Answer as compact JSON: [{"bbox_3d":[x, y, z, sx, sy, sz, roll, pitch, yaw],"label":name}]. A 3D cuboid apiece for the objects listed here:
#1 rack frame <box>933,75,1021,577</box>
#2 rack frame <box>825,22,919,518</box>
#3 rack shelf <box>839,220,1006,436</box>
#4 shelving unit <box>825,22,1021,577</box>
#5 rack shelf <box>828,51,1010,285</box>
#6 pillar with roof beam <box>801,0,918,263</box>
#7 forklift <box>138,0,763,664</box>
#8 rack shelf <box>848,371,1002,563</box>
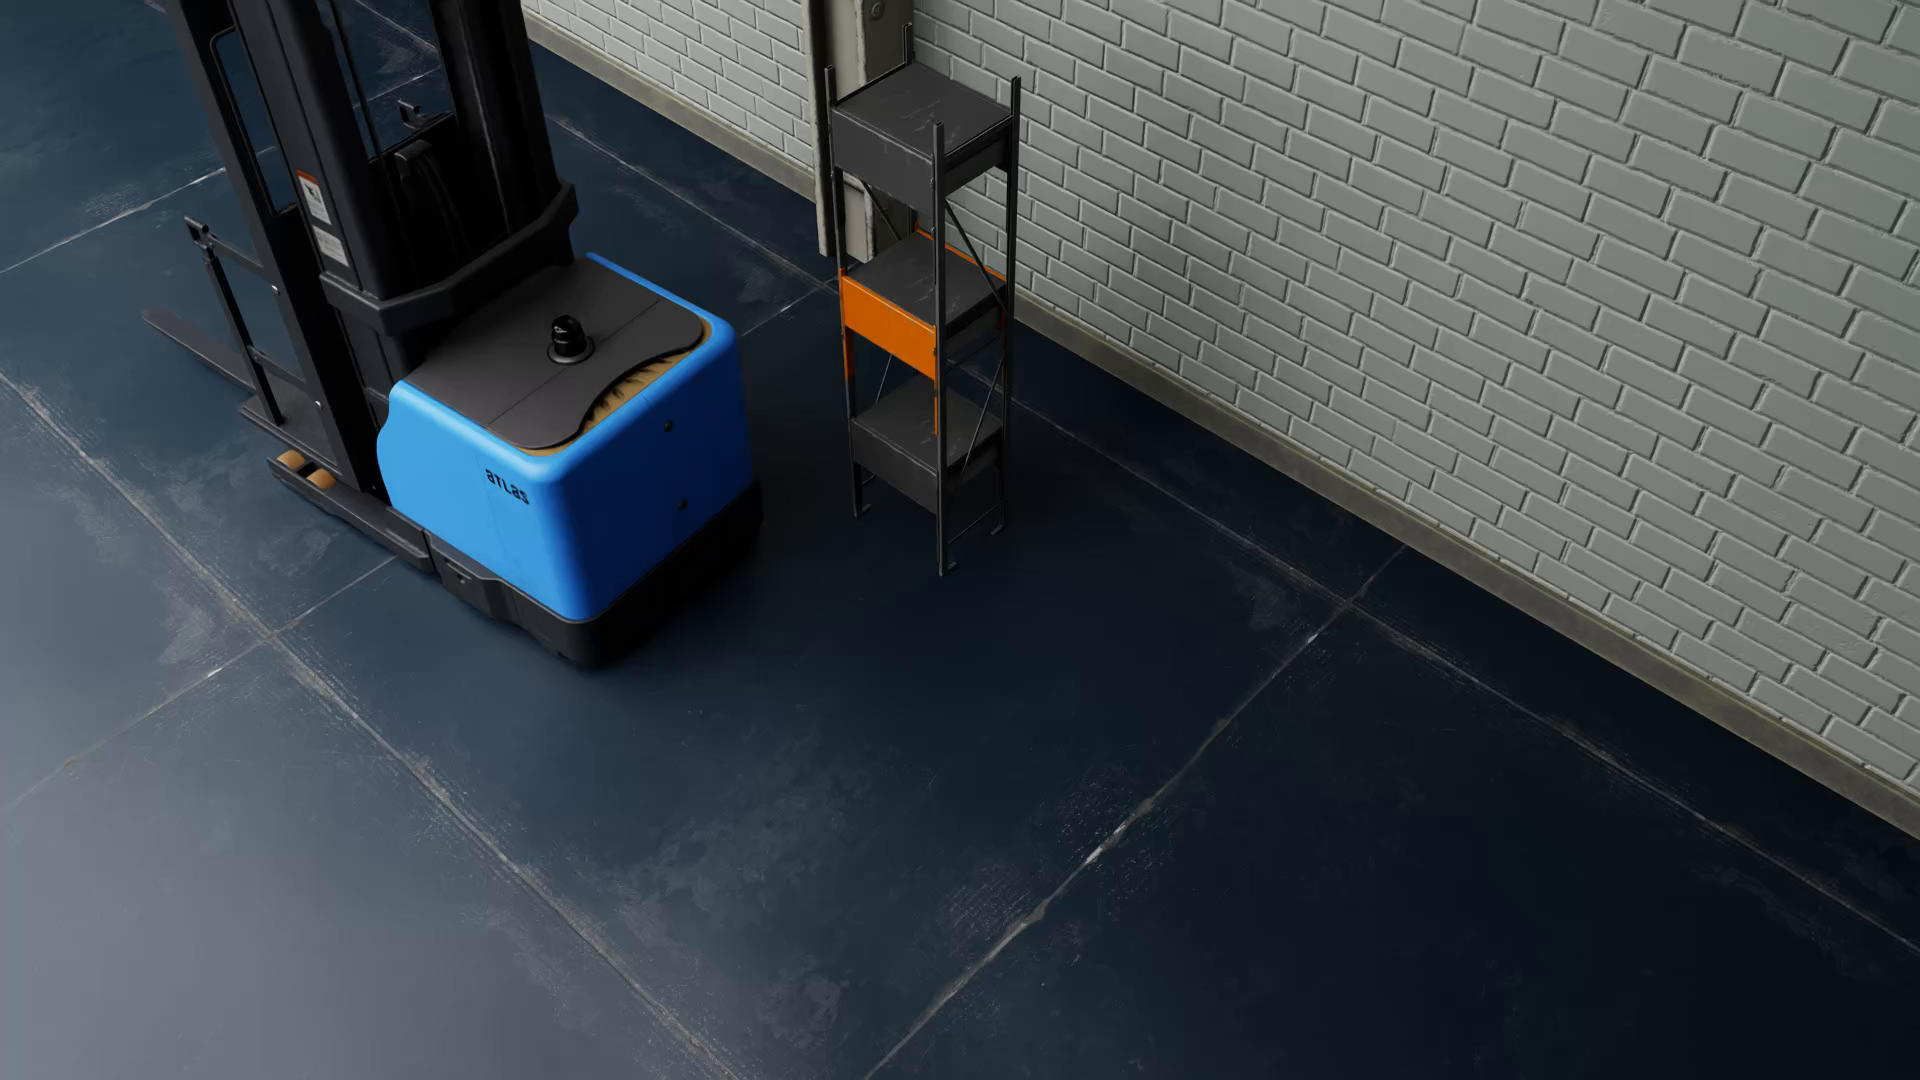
[{"bbox_3d":[0.058,-0.680,6.057,0.015,2.100,0.400,34,55,28],"label":"rack frame"},{"bbox_3d":[-0.301,-0.921,6.283,0.015,2.100,0.400,34,55,28],"label":"rack frame"},{"bbox_3d":[-0.122,-0.791,6.180,0.480,0.518,0.431,34,55,28],"label":"rack shelf"},{"bbox_3d":[-0.122,-0.801,6.170,0.503,2.100,0.431,34,55,28],"label":"shelving unit"},{"bbox_3d":[-0.122,-1.270,5.670,0.480,0.518,0.431,34,55,28],"label":"rack shelf"},{"bbox_3d":[-3.365,-2.176,2.729,0.400,9.000,9.100,34,55,28],"label":"pillar with roof beam"},{"bbox_3d":[-2.295,-1.416,6.178,3.031,2.935,1.130,28,53,24],"label":"forklift"},{"bbox_3d":[-0.122,-0.312,6.690,0.480,0.518,0.431,34,55,28],"label":"rack shelf"}]
